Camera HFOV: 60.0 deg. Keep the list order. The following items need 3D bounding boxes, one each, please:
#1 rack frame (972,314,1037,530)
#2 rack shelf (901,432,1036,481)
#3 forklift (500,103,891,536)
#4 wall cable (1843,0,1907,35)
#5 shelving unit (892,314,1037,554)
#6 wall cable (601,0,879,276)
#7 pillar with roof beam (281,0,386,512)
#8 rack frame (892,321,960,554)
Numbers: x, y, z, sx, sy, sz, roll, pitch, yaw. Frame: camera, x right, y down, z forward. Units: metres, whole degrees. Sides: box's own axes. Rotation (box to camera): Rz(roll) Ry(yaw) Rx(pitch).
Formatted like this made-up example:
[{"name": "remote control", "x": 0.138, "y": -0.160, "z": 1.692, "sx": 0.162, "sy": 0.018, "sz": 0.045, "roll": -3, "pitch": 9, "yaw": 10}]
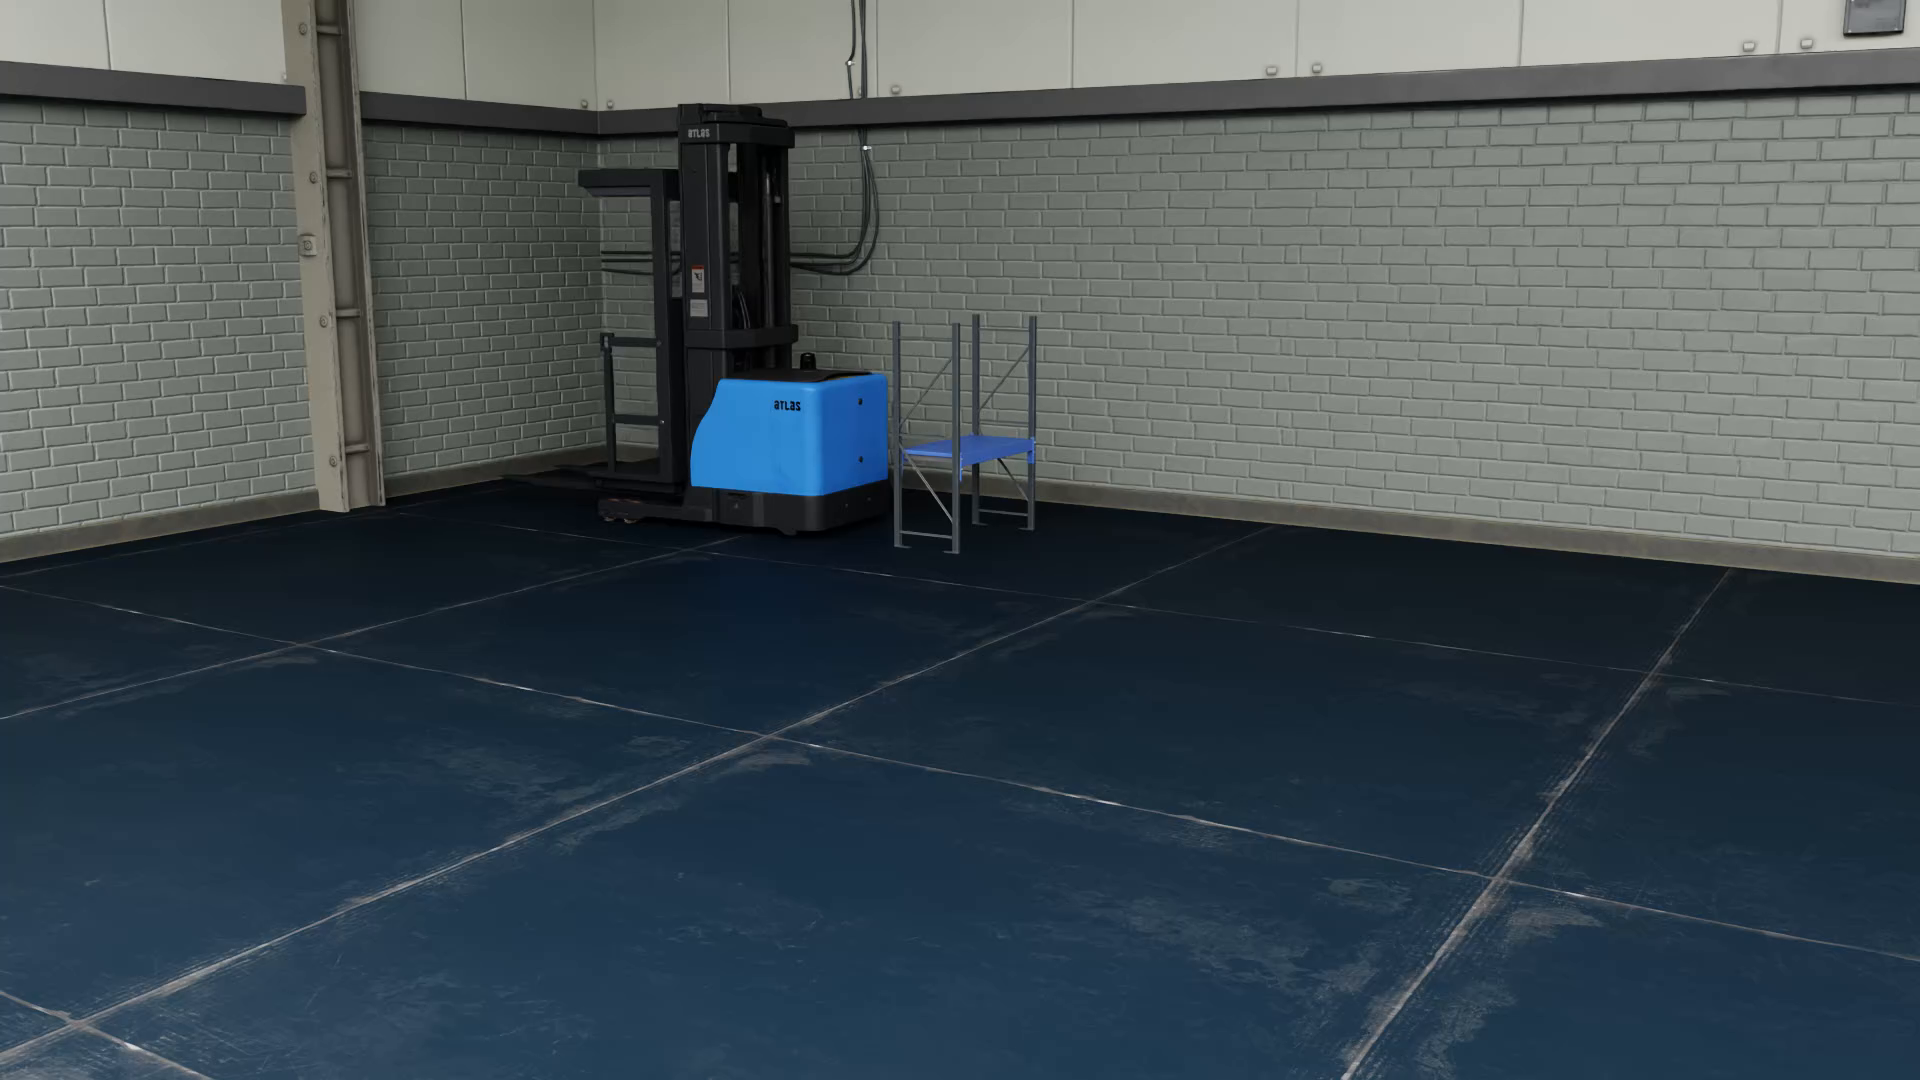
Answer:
[{"name": "rack frame", "x": 0.308, "y": -0.831, "z": 11.729, "sx": 0.500, "sy": 1.500, "sz": 0.032, "roll": 6, "pitch": 12, "yaw": 31}, {"name": "rack shelf", "x": 0.044, "y": -0.574, "z": 11.335, "sx": 0.538, "sy": 0.185, "sz": 1.000, "roll": 6, "pitch": 12, "yaw": 31}, {"name": "forklift", "x": -2.051, "y": -1.638, "z": 12.150, "sx": 3.031, "sy": 2.935, "sz": 1.130, "roll": 6, "pitch": 12, "yaw": 28}, {"name": "wall cable", "x": 6.115, "y": -5.775, "z": 8.518, "sx": 2.305, "sy": 6.003, "sz": 0.169, "roll": 6, "pitch": 12, "yaw": 31}, {"name": "shelving unit", "x": 0.044, "y": -0.751, "z": 11.302, "sx": 0.538, "sy": 1.500, "sz": 1.048, "roll": 6, "pitch": 12, "yaw": 31}, {"name": "wall cable", "x": -1.991, "y": -3.486, "z": 13.974, "sx": 3.097, "sy": 2.526, "sz": 0.112, "roll": 6, "pitch": 12, "yaw": 31}, {"name": "pillar with roof beam", "x": -0.971, "y": -4.264, "z": 9.692, "sx": 9.100, "sy": 9.000, "sz": 0.400, "roll": 6, "pitch": 12, "yaw": 31}, {"name": "rack frame", "x": -0.220, "y": -0.671, "z": 10.875, "sx": 0.500, "sy": 1.500, "sz": 0.032, "roll": 6, "pitch": 12, "yaw": 31}]
